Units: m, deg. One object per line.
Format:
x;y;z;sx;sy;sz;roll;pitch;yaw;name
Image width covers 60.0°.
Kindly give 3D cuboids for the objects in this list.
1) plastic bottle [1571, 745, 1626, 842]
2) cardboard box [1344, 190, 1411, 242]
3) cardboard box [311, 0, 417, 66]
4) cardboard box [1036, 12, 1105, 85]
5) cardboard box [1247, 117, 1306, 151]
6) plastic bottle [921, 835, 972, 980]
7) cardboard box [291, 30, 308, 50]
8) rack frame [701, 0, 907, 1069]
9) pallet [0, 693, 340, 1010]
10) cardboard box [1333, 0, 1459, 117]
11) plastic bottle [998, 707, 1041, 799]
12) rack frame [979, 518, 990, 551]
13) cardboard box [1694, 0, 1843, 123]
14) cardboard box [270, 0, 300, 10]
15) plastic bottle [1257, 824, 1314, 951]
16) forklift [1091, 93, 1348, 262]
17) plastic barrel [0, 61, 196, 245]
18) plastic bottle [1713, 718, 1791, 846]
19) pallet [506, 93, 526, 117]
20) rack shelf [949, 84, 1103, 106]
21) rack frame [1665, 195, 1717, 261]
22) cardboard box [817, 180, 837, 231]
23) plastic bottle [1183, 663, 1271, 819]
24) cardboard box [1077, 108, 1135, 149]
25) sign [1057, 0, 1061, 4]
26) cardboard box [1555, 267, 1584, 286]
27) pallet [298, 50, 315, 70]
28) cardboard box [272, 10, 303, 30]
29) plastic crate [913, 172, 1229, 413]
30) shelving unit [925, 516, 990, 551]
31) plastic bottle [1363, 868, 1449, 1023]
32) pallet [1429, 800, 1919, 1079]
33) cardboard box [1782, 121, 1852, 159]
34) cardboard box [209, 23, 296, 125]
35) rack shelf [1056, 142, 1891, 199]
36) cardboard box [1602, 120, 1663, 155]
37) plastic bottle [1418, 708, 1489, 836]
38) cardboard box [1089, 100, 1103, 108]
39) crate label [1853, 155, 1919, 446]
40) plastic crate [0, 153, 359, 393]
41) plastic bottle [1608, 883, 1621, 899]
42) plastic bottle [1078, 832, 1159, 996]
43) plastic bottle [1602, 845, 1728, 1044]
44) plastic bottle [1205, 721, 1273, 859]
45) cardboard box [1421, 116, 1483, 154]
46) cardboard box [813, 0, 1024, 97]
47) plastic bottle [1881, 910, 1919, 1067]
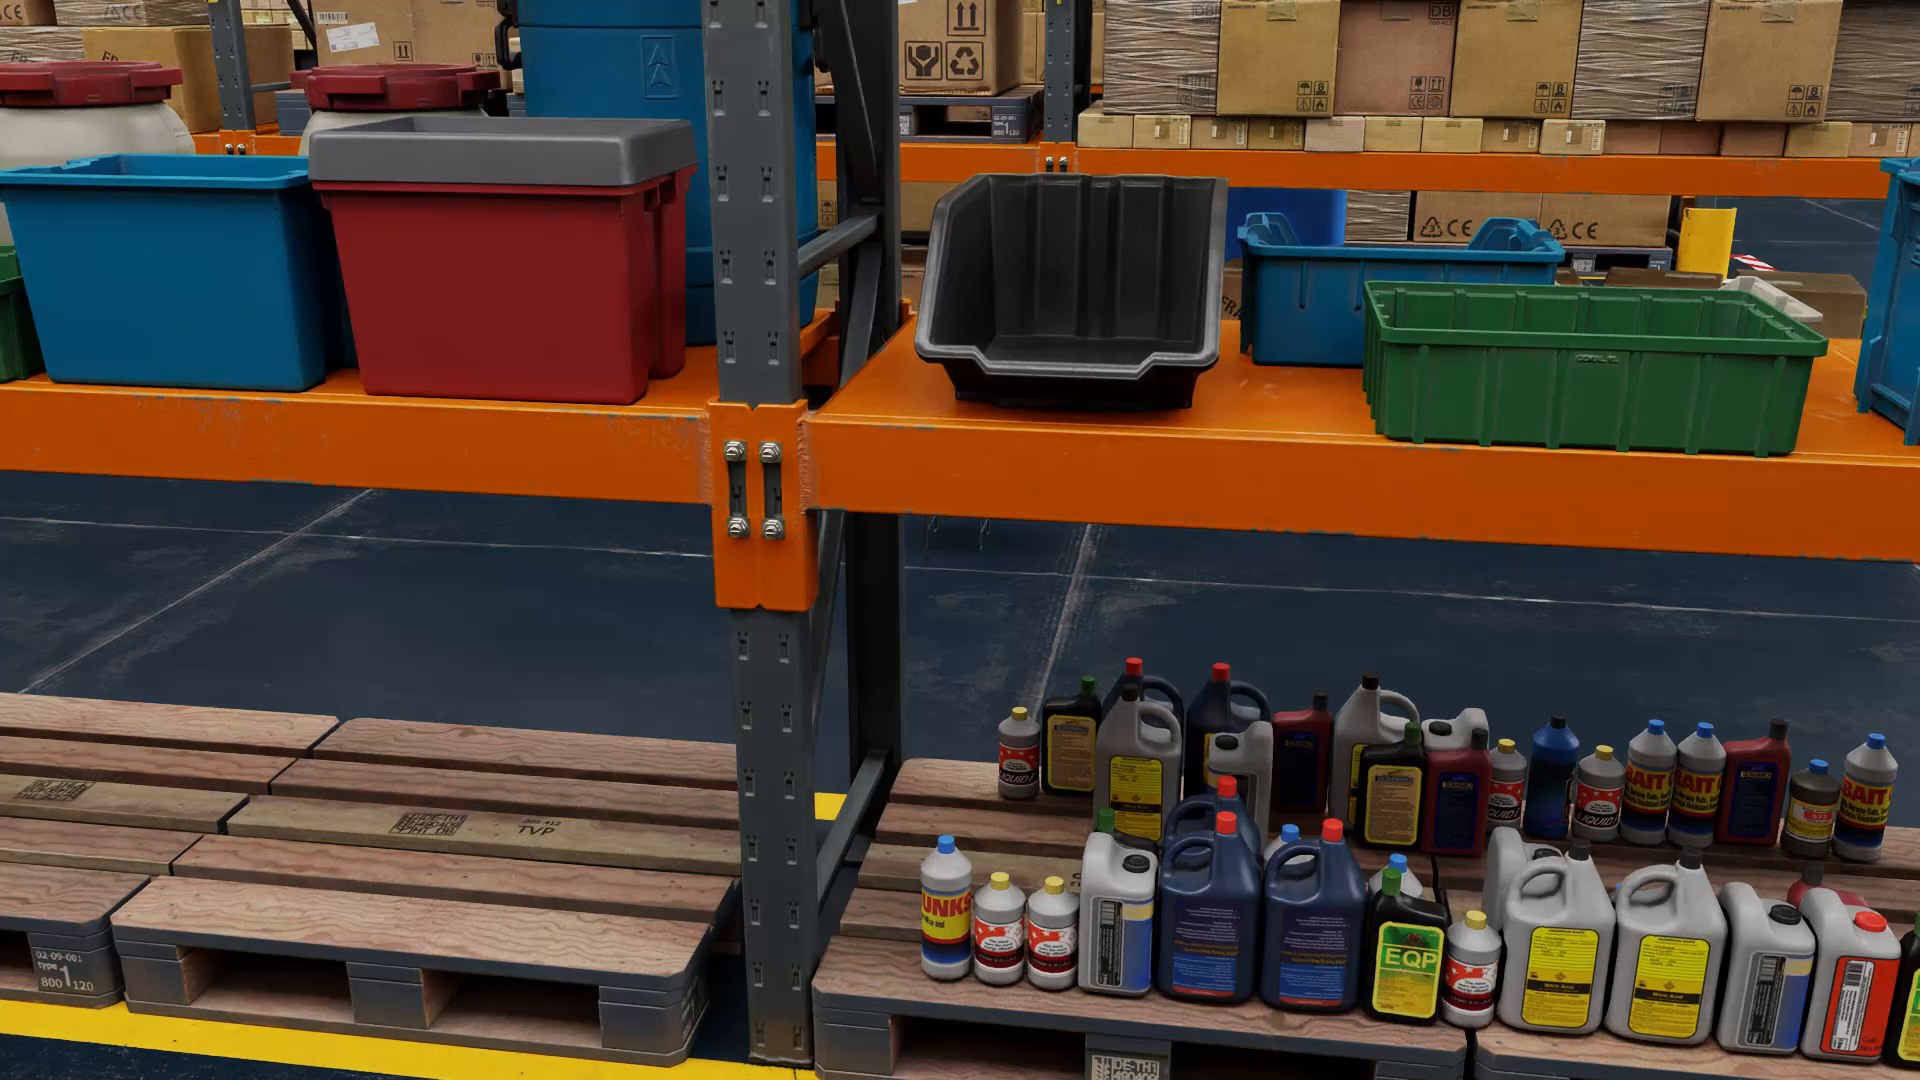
1.403;0.550;3.650;0.097;0.201;0.097;0;18;0;plastic bottle
2.902;-2.748;12.476;0.875;0.875;0.875;3;19;9;cardboard box
-2.895;-2.539;8.344;0.500;0.500;0.500;1;19;2;cardboard box
0.844;-3.644;12.310;0.500;0.500;0.500;3;19;8;cardboard box
1.424;-1.851;7.505;0.250;0.149;0.380;3;19;9;cardboard box
-0.026;0.685;3.136;0.097;0.271;0.097;0;18;0;plastic bottle
-5.161;-3.922;13.030;0.250;0.149;0.380;2;19;6;cardboard box
-0.271;-0.554;3.231;0.127;3.000;1.000;3;19;9;rack frame
-2.260;0.680;3.937;1.213;0.211;1.003;3;19;9;pallet
1.947;-2.222;7.591;0.500;0.500;0.875;3;19;9;cardboard box
0.137;0.485;3.843;0.097;0.201;0.097;0;18;0;plastic bottle
0.092;-0.422;6.146;0.006;0.900;0.240;3;19;9;rack frame
3.413;-2.117;7.276;0.500;0.500;0.875;3;19;9;cardboard box
-5.154;-4.203;12.935;0.250;0.149;0.380;3;19;8;cardboard box
0.623;0.671;3.176;0.097;0.271;0.097;0;18;0;plastic bottle
0.847;-2.823;10.122;3.031;2.935;1.130;3;19;9;forklift
-1.905;-0.772;3.669;0.433;0.535;0.433;0;18;0;plastic barrel
1.717;0.521;3.607;0.133;0.283;0.061;3;19;10;plastic bottle
-1.474;-2.129;8.242;1.213;0.211;1.003;3;19;9;pallet
-0.573;-3.414;12.913;4.000;0.370;1.077;3;19;9;rack shelf
5.351;-3.453;11.896;0.127;3.000;1.000;3;19;9;rack frame
-1.097;-2.886;13.086;0.750;0.750;1.050;3;19;9;cardboard box
0.600;0.445;3.726;0.185;0.351;0.144;2;19;6;plastic bottle
0.679;-1.881;7.595;0.250;0.149;0.380;3;19;9;cardboard box
0.430;-2.481;7.165;0.005;0.325;0.100;3;19;9;sign
2.640;-1.012;7.877;0.500;0.500;0.500;5;19;14;cardboard box
-4.509;-3.852;13.389;1.213;0.211;1.003;3;19;9;pallet
-5.147;-4.063;12.985;0.250;0.149;0.380;4;19;11;cardboard box
0.226;-0.458;3.043;0.504;0.338;0.767;3;19;9;plastic crate
-0.008;-0.427;6.162;0.210;0.900;0.258;3;19;9;shelving unit
0.803;0.727;2.990;0.133;0.283;0.061;4;19;11;plastic bottle
1.594;0.876;3.353;1.213;0.211;1.003;3;19;9;pallet
3.648;-1.744;7.184;0.250;0.149;0.380;3;19;9;cardboard box
-3.871;-2.464;8.783;0.500;0.500;0.500;3;19;10;cardboard box
2.490;-1.664;7.682;4.000;0.370;1.077;3;19;9;rack shelf
2.913;-1.793;7.329;0.250;0.149;0.380;3;19;9;cardboard box
1.079;0.507;3.661;0.135;0.276;0.152;3;19;10;plastic bottle
0.774;-2.068;8.152;0.250;0.149;0.380;3;19;9;cardboard box
1.818;-0.377;2.648;0.616;0.435;0.502;3;19;9;crate label
-1.409;-0.504;3.109;0.575;0.384;0.392;3;19;9;plastic crate
1.226;0.735;3.095;0.097;0.201;0.097;0;18;0;plastic bottle
0.298;0.690;3.112;0.135;0.276;0.152;4;19;11;plastic bottle
1.250;0.704;2.952;0.185;0.351;0.144;4;19;11;plastic bottle
0.602;0.528;3.595;0.135;0.276;0.152;3;19;9;plastic bottle
2.163;-1.810;7.382;0.250;0.149;0.380;3;19;9;cardboard box
-0.247;-2.673;7.958;1.000;1.000;1.000;3;19;9;cardboard box
1.678;0.772;2.857;0.133;0.283;0.061;3;19;10;plastic bottle
